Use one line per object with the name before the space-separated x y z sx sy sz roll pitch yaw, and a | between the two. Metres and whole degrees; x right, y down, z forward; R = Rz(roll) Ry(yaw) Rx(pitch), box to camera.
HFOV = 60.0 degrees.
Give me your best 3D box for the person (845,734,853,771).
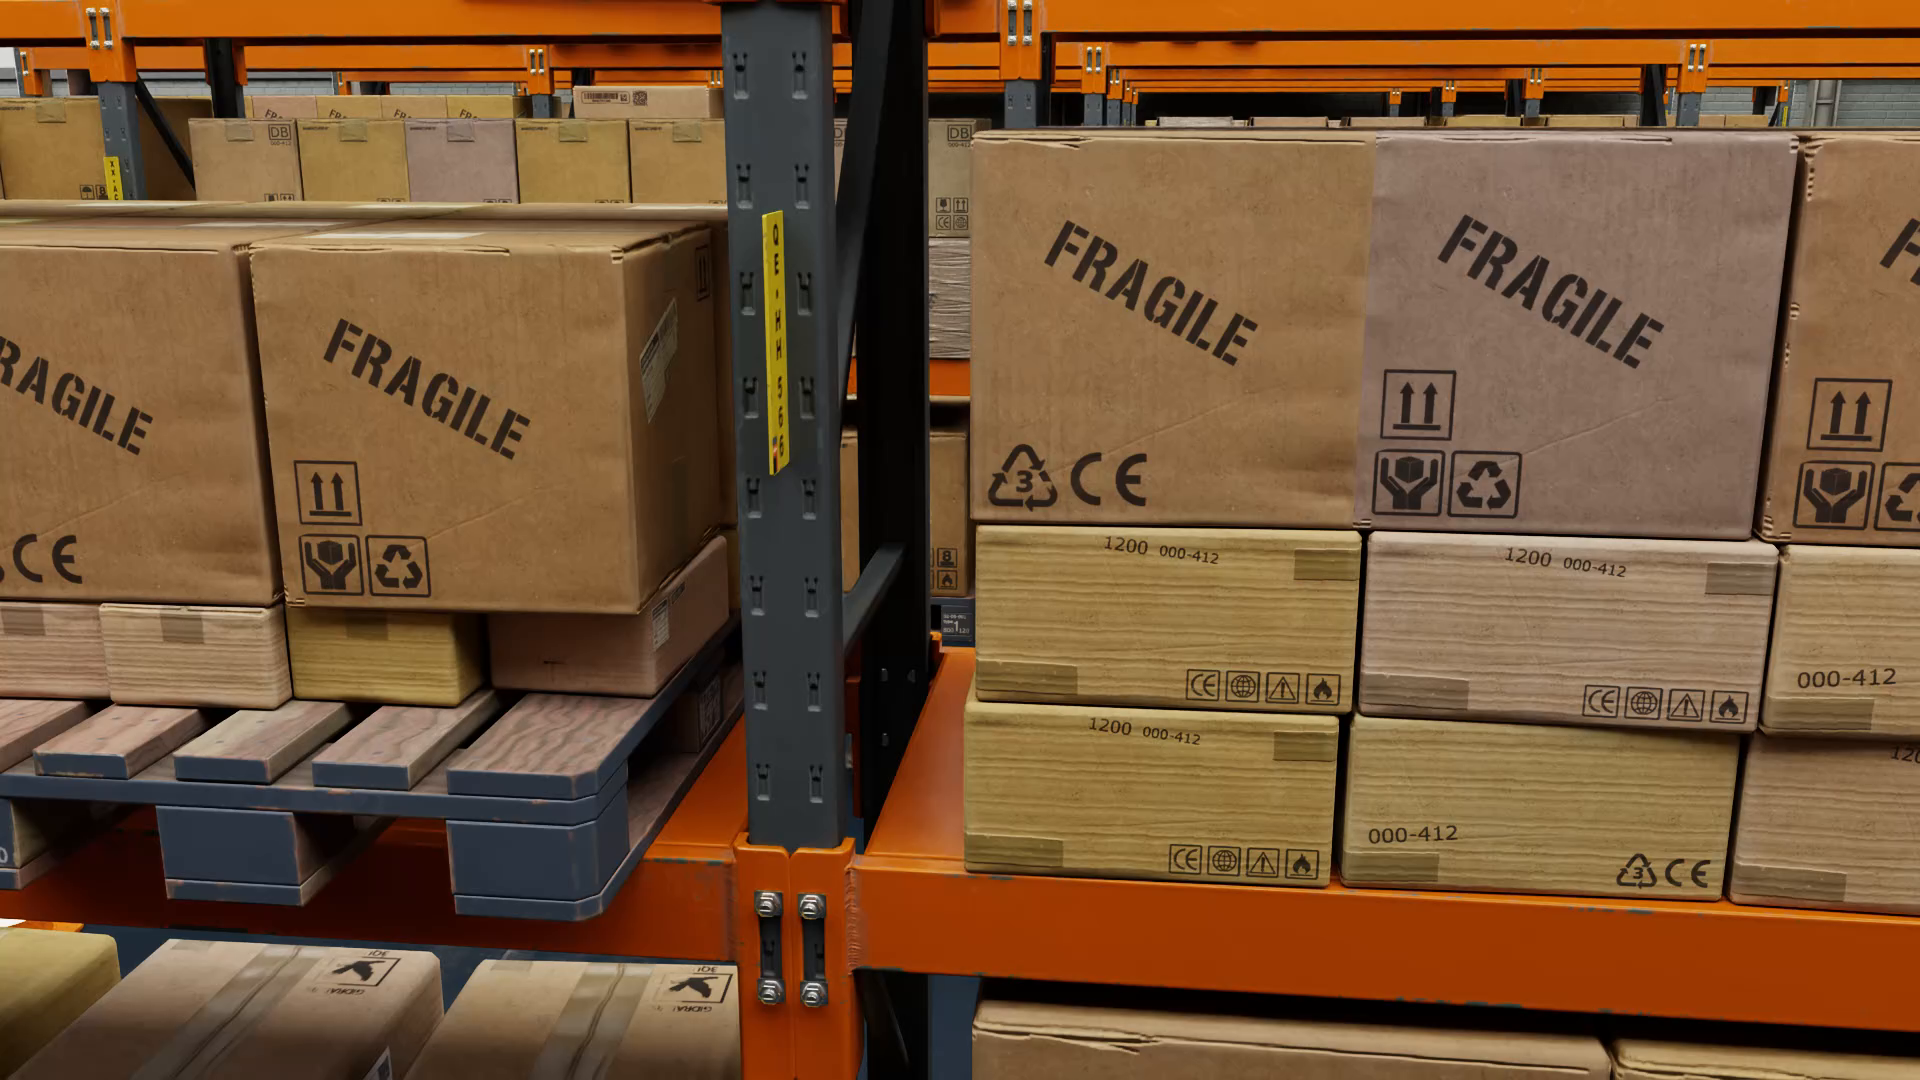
person | -0.672 0.114 5.584 0.484 1.623 0.943 12 19 40
